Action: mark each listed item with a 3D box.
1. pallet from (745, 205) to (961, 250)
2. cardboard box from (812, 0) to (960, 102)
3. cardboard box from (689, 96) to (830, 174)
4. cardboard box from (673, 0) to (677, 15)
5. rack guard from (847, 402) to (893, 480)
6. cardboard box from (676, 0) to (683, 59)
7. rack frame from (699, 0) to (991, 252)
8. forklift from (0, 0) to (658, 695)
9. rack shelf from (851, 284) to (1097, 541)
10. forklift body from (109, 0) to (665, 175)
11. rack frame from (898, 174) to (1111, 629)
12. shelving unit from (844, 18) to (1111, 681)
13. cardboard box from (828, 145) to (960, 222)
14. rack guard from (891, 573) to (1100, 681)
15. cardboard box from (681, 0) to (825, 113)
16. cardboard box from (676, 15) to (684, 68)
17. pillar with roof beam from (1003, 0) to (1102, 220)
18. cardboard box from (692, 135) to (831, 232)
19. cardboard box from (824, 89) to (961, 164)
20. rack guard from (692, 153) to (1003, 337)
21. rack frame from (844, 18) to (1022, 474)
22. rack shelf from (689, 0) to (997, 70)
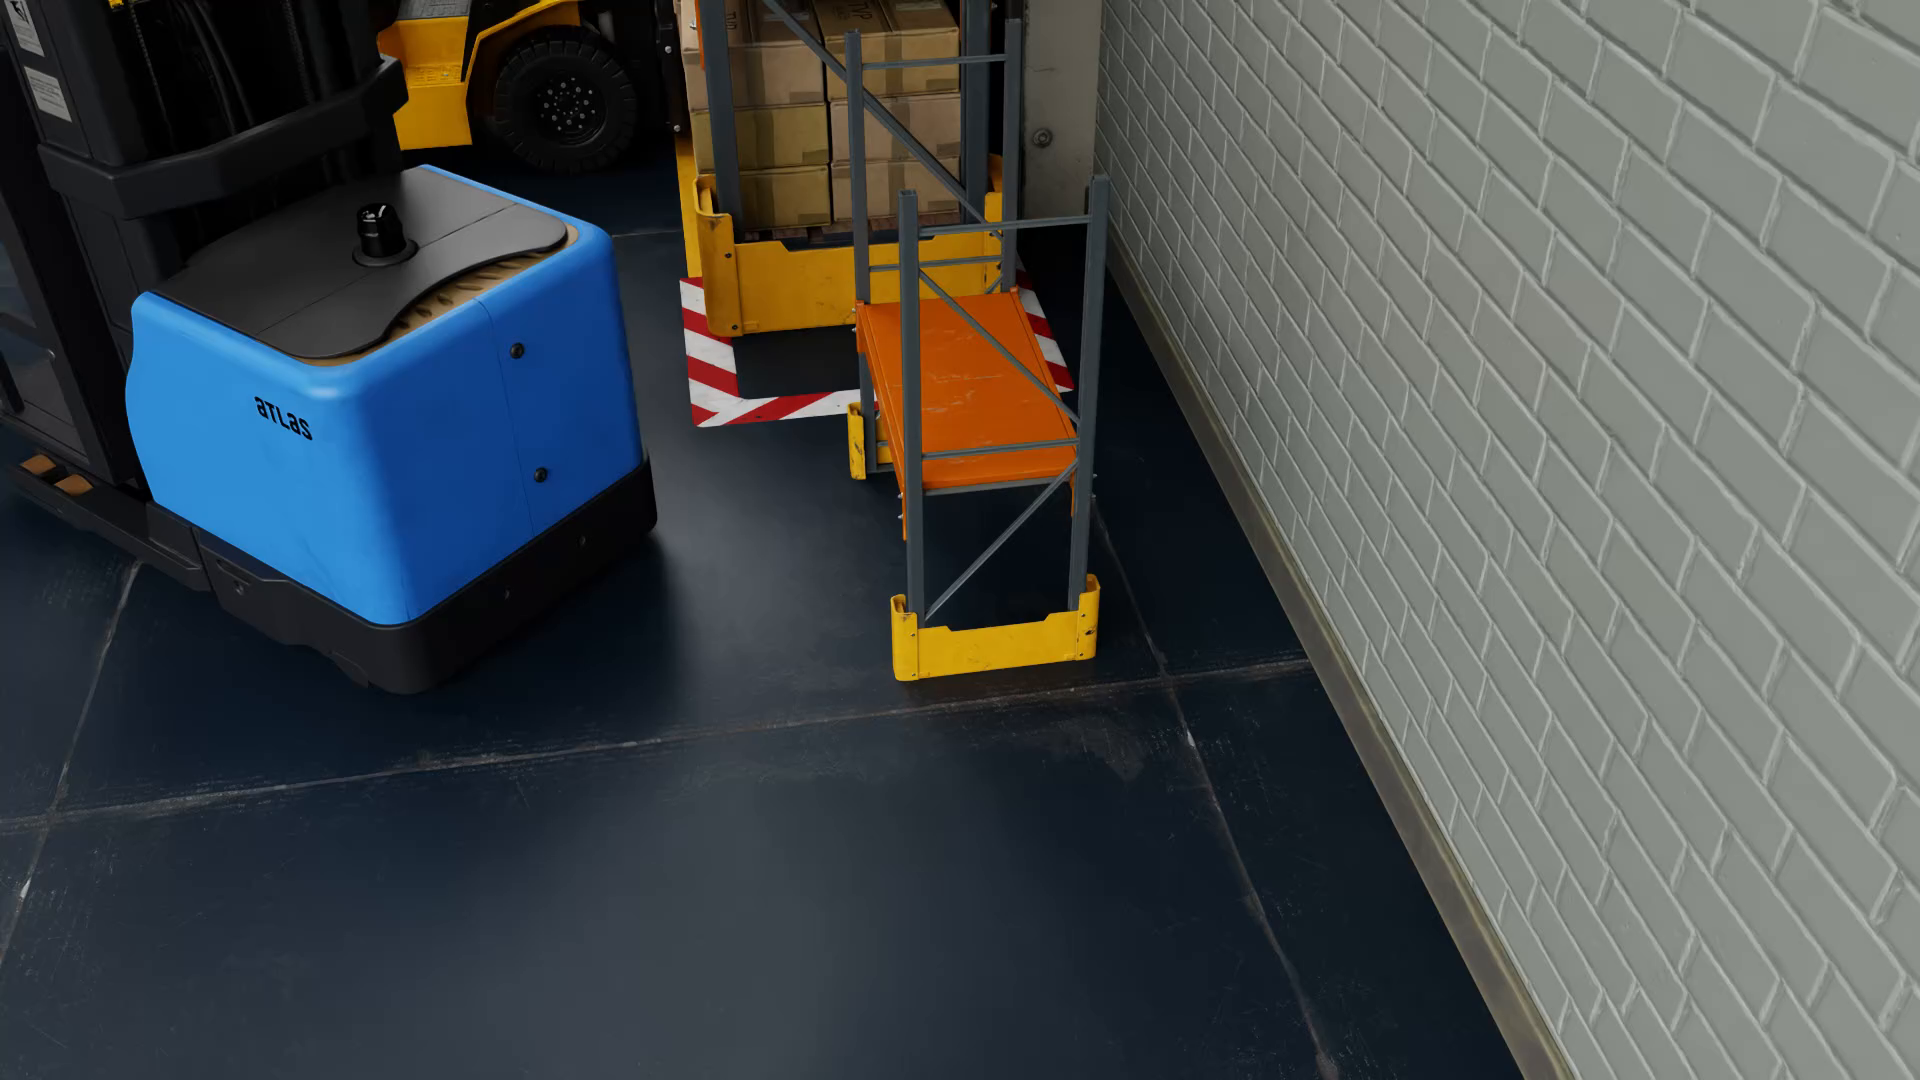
[{"bbox_3d":[-0.571,-1.475,6.976,1.003,0.211,1.213,-6,38,-8],"label":"pallet"},{"bbox_3d":[-0.293,-1.904,6.340,0.500,0.250,0.500,-7,38,-9],"label":"cardboard box"},{"bbox_3d":[-0.788,-1.657,6.429,0.500,0.250,0.500,-7,38,-9],"label":"cardboard box"},{"bbox_3d":[-0.977,-2.450,7.042,0.500,0.250,0.500,-6,38,-7],"label":"cardboard box"},{"bbox_3d":[-0.074,-0.353,5.501,0.587,0.250,0.087,-6,38,-8],"label":"rack guard"},{"bbox_3d":[-0.878,-2.146,6.651,0.500,0.250,0.500,-6,38,-7],"label":"cardboard box"},{"bbox_3d":[-0.395,-2.119,5.532,1.000,3.000,0.127,-6,38,-8],"label":"rack frame"},{"bbox_3d":[-2.451,-1.441,4.715,3.031,2.935,1.130,23,43,27],"label":"forklift"},{"bbox_3d":[0.015,-0.399,4.834,0.538,0.185,1.000,-6,38,-8],"label":"rack shelf"},{"bbox_3d":[-2.524,-2.733,7.014,2.313,2.155,1.214,-6,38,-8],"label":"forklift body"},{"bbox_3d":[0.104,-0.234,4.328,0.500,1.500,0.032,-6,38,-8],"label":"rack frame"},{"bbox_3d":[0.013,-0.546,4.731,0.587,1.500,1.083,-6,38,-8],"label":"shelving unit"},{"bbox_3d":[-0.289,-1.516,6.656,0.500,0.250,0.500,-6,38,-8],"label":"cardboard box"},{"bbox_3d":[0.101,0.248,4.727,0.587,0.250,0.087,-6,38,-8],"label":"rack guard"},{"bbox_3d":[-0.783,-1.838,6.255,0.500,0.250,0.500,-5,38,-6],"label":"cardboard box"},{"bbox_3d":[-0.977,-2.270,7.219,0.500,0.250,0.500,-7,38,-9],"label":"cardboard box"},{"bbox_3d":[-3.868,-4.542,3.762,9.100,9.000,0.400,-6,38,-8],"label":"pillar with roof beam"},{"bbox_3d":[-0.789,-1.449,6.568,0.500,0.250,0.500,-6,38,-8],"label":"cardboard box"},{"bbox_3d":[-0.273,-1.702,6.488,0.500,0.250,0.500,-6,38,-7],"label":"cardboard box"},{"bbox_3d":[-0.391,-1.117,6.280,1.175,0.500,0.348,-6,38,-8],"label":"rack guard"},{"bbox_3d":[-0.074,-0.848,5.119,0.500,1.500,0.032,-6,38,-8],"label":"rack frame"},{"bbox_3d":[-0.746,-3.043,7.308,1.077,0.370,4.000,-6,38,-8],"label":"rack shelf"}]
